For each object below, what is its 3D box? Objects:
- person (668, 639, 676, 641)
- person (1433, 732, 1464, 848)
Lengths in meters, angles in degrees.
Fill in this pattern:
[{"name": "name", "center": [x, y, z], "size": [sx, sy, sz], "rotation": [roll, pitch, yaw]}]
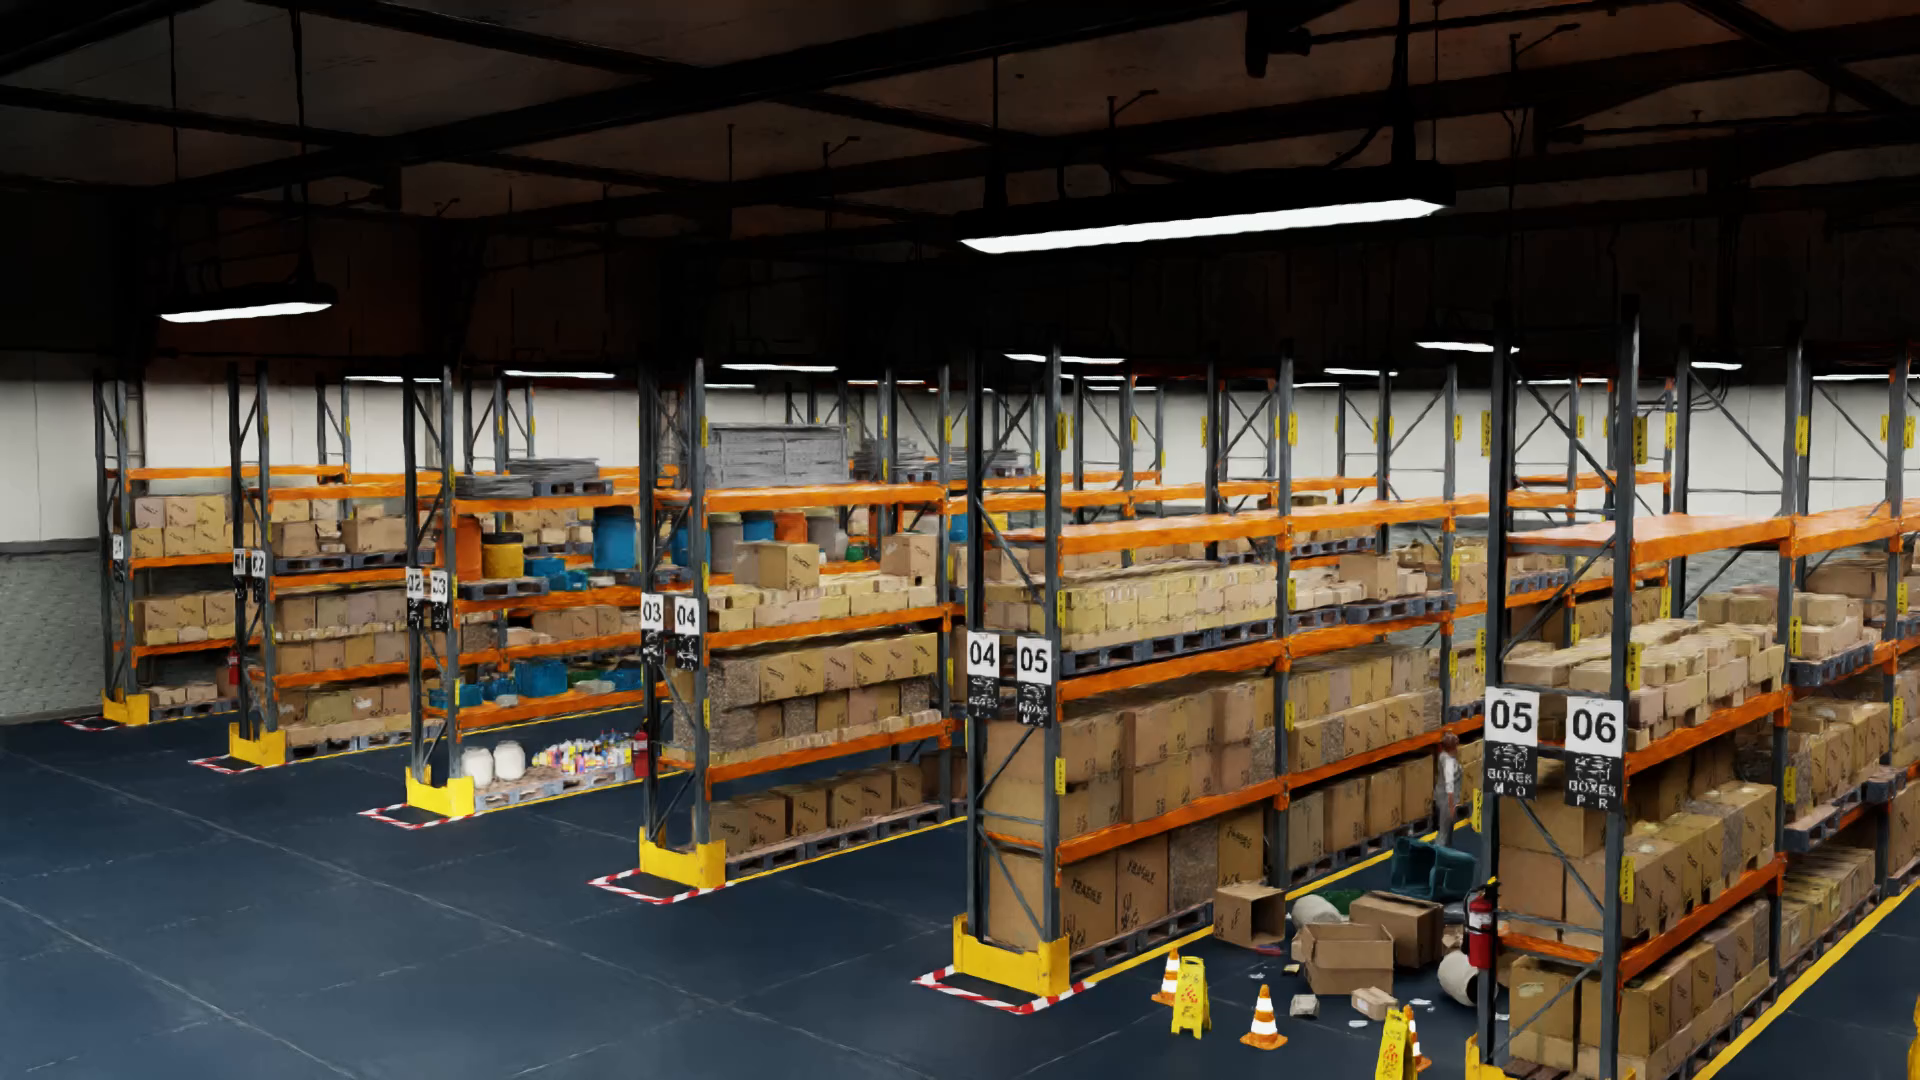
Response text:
[{"name": "person", "center": [-5.853, 1.714, 34.542], "size": [0.468, 1.787, 0.625], "rotation": [1, 4, 17]}, {"name": "person", "center": [5.553, 2.969, 18.839], "size": [0.406, 1.600, 0.468], "rotation": [1, 4, 11]}]
